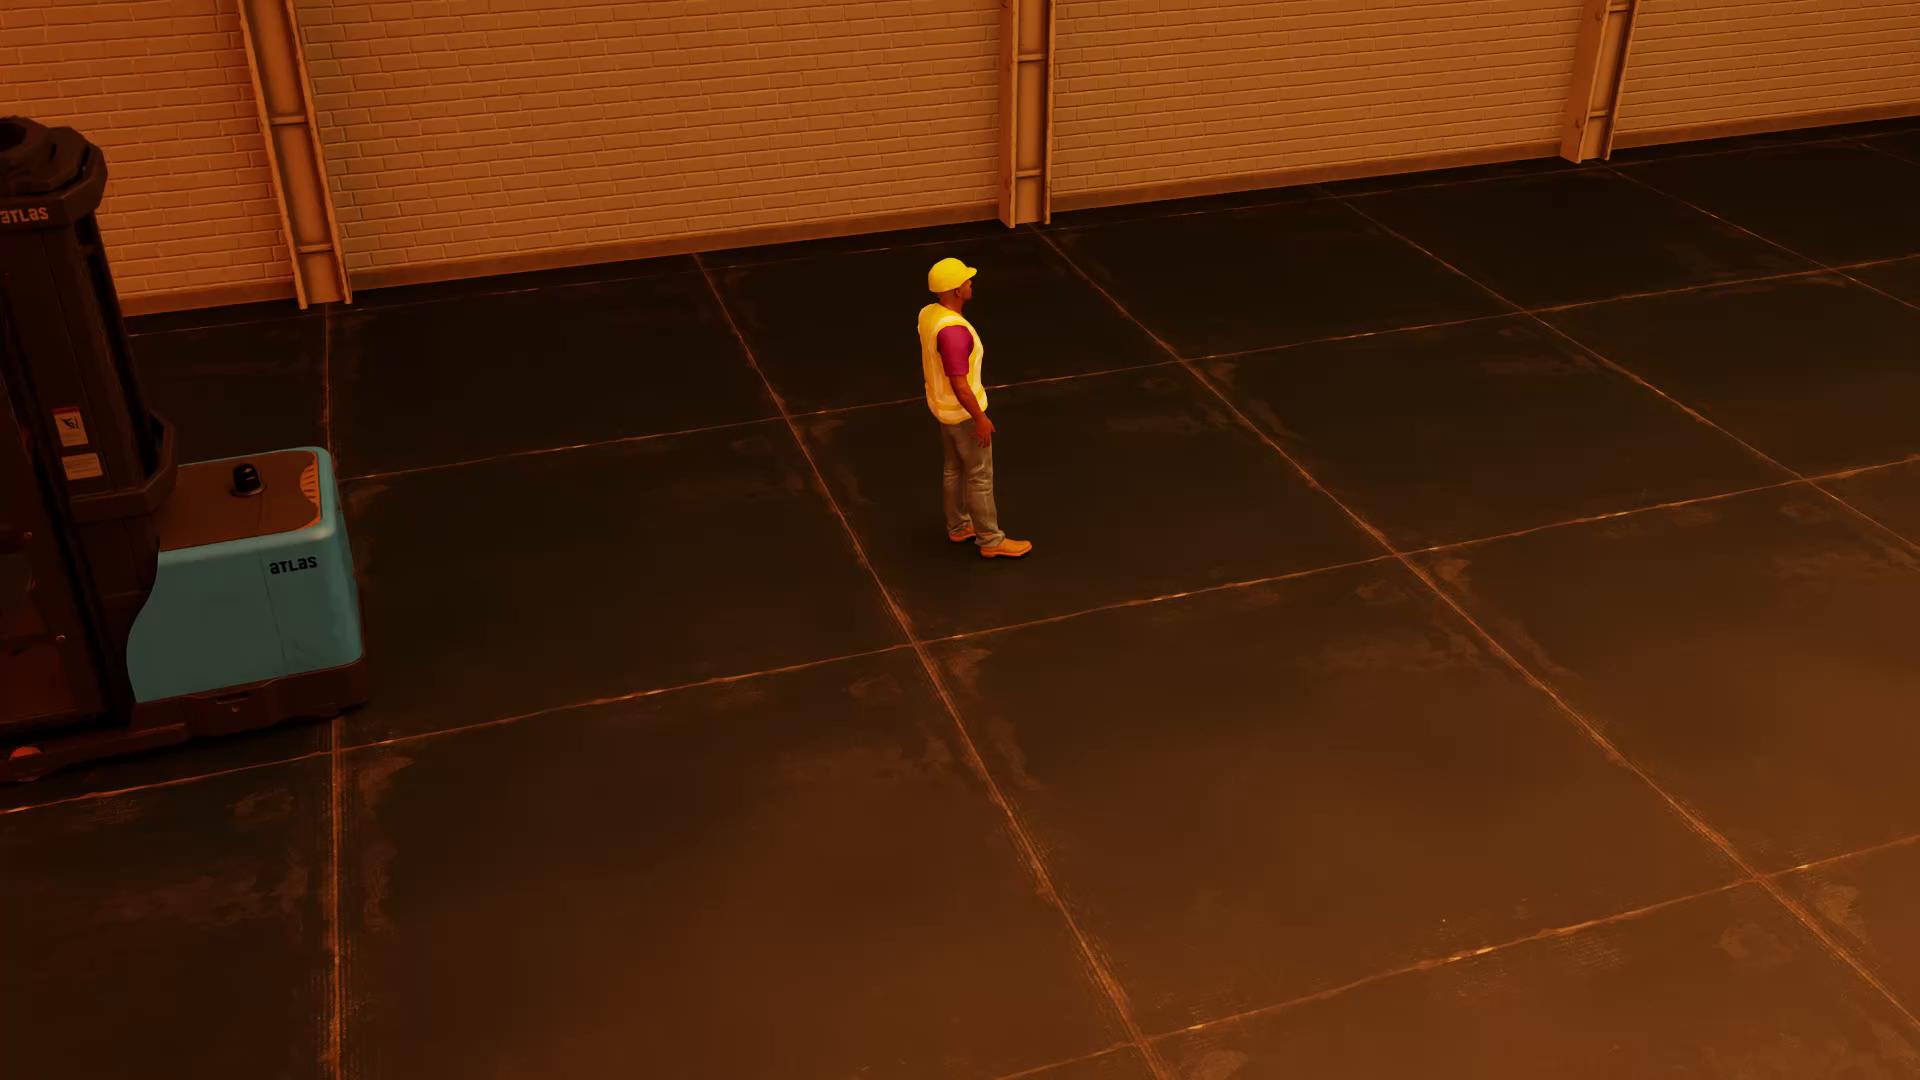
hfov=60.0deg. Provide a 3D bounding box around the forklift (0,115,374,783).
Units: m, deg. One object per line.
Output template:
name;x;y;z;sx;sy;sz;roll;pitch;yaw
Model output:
forklift;-4.576;-0.372;7.734;3.031;2.935;1.130;-10;31;-17

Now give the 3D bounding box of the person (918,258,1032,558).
person;0.068;-0.780;9.596;0.577;1.765;0.665;-10;31;-16
